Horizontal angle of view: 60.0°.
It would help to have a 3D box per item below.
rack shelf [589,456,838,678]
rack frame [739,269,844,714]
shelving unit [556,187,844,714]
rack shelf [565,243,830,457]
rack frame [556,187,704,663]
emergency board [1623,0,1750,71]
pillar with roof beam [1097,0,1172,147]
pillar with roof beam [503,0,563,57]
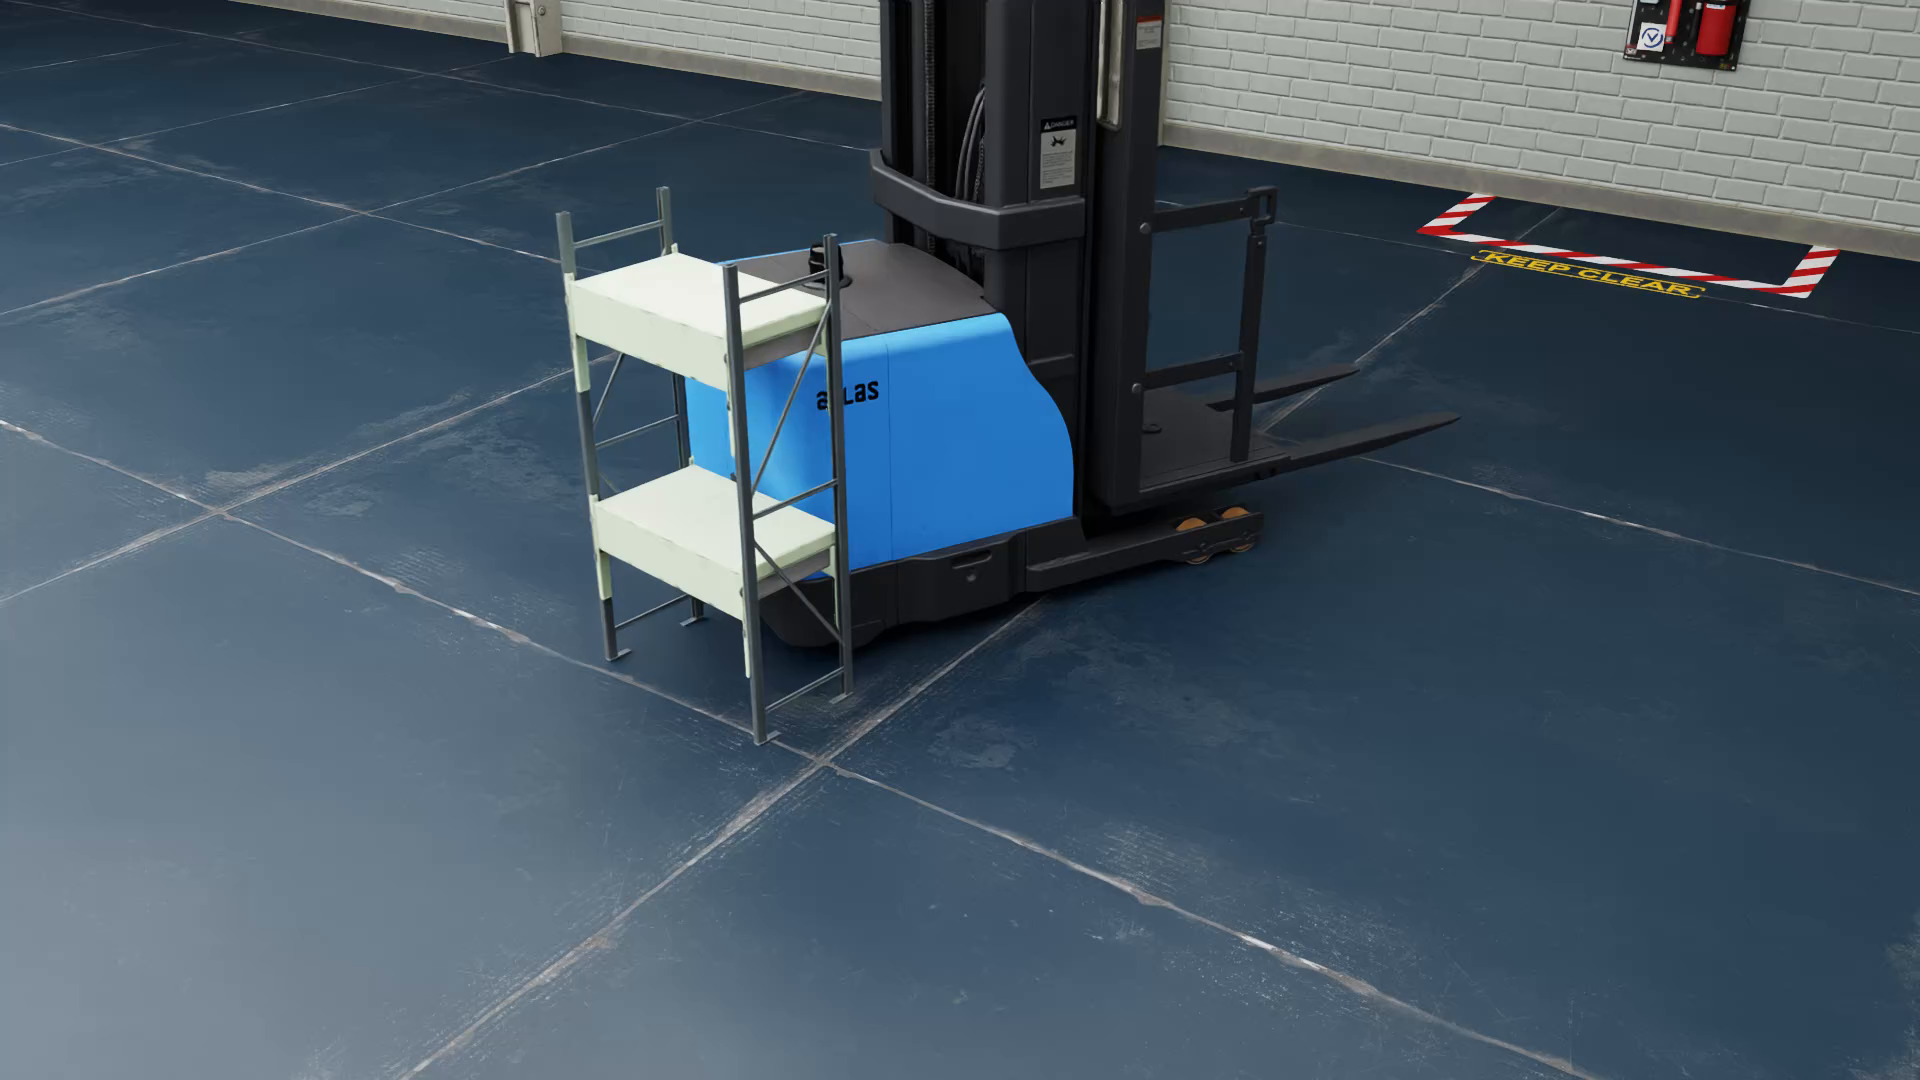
[{"bbox_3d":[-0.752,0.066,5.185,0.720,0.370,0.431,22,35,37],"label":"rack shelf"},{"bbox_3d":[-0.482,-0.112,4.817,0.010,1.308,0.380,22,35,37],"label":"rack frame"},{"bbox_3d":[-0.754,-0.226,5.040,0.748,1.500,0.431,22,35,37],"label":"shelving unit"},{"bbox_3d":[-0.752,-0.572,4.861,0.720,0.370,0.431,22,35,37],"label":"rack shelf"},{"bbox_3d":[-1.023,-0.336,5.257,0.023,1.500,0.400,22,35,37],"label":"rack frame"},{"bbox_3d":[4.122,-3.239,9.308,0.643,1.169,0.194,17,32,30],"label":"emergency board"},{"bbox_3d":[-1.246,-5.196,6.538,0.400,9.000,9.100,17,32,30],"label":"pillar with roof beam"},{"bbox_3d":[-6.192,-6.736,9.565,0.400,9.000,9.100,17,32,30],"label":"pillar with roof beam"}]
